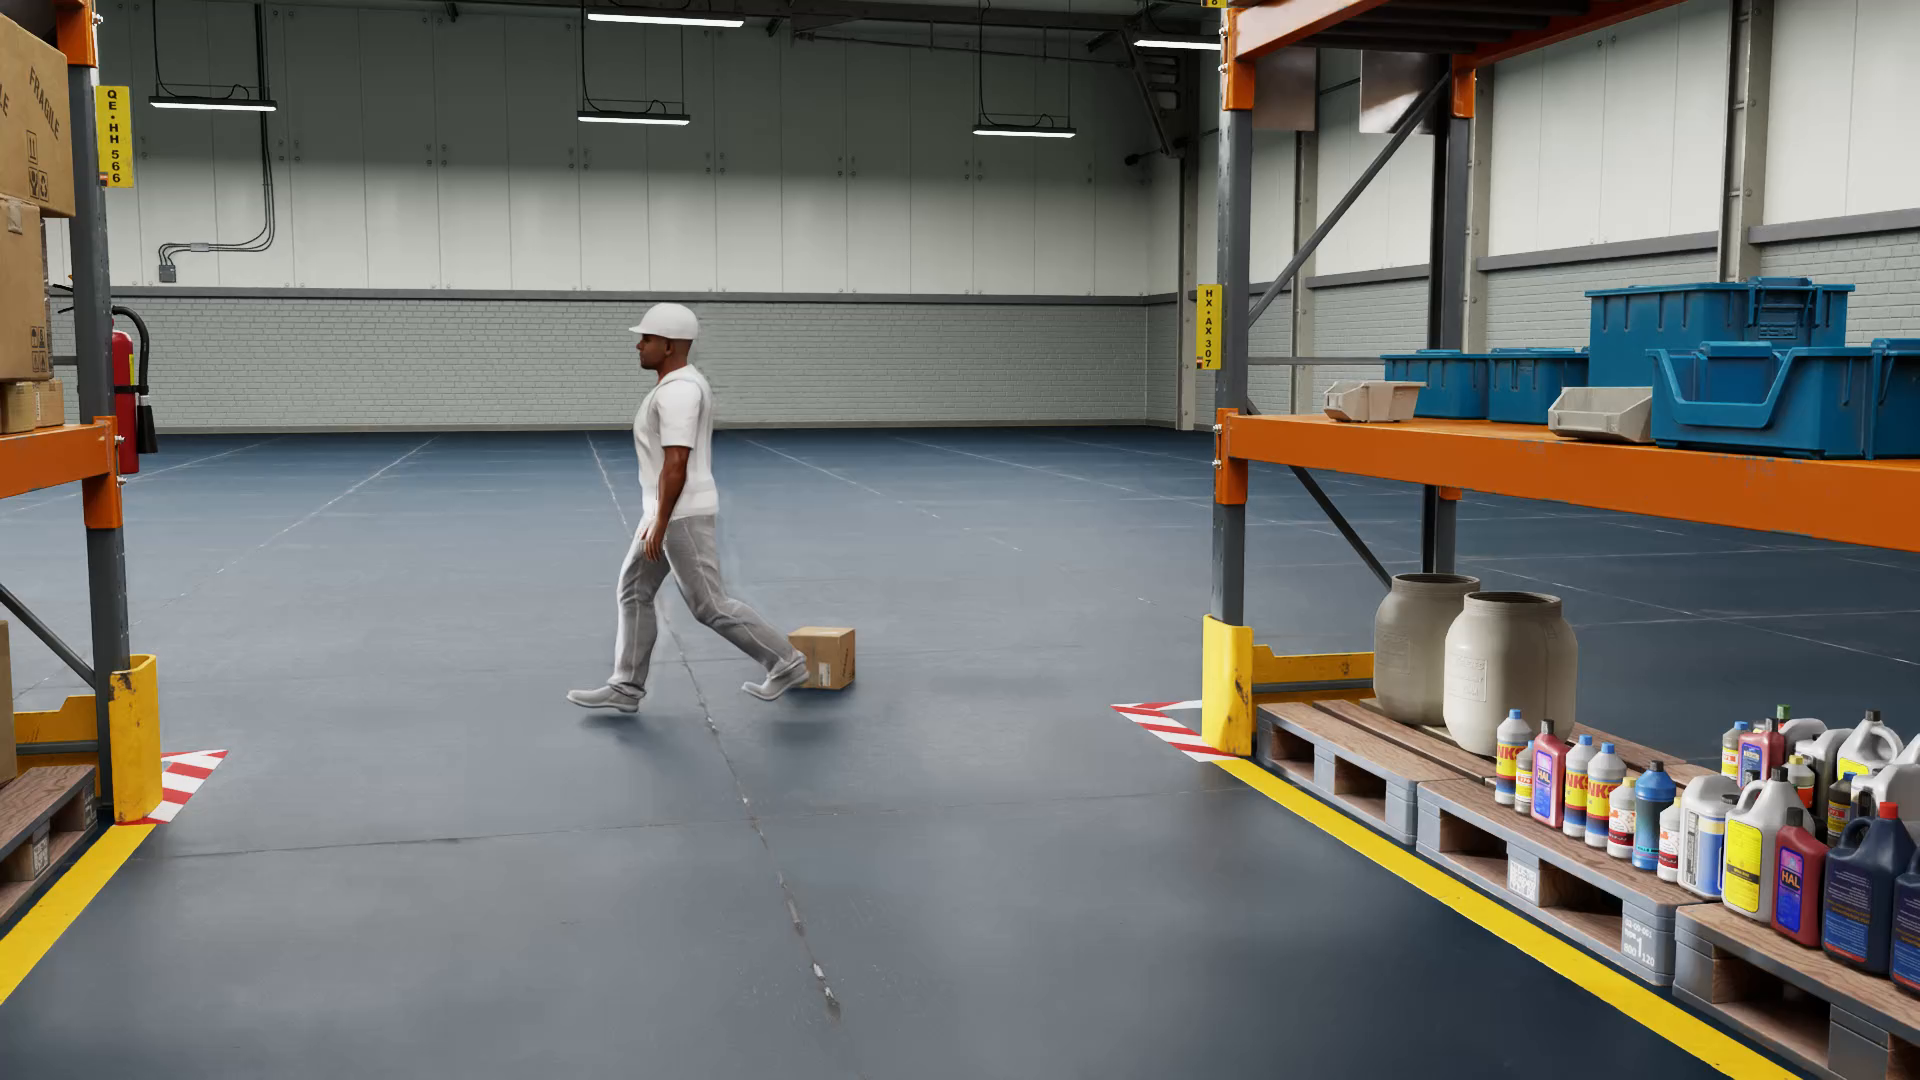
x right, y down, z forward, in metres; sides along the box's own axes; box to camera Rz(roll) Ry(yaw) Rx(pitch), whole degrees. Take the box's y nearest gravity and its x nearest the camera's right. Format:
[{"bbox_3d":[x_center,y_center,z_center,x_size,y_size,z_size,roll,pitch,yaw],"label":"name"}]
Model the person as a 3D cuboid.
[{"bbox_3d":[-1.152,-0.119,6.985,1.021,1.731,0.571,-1,6,-12],"label":"person"}]
